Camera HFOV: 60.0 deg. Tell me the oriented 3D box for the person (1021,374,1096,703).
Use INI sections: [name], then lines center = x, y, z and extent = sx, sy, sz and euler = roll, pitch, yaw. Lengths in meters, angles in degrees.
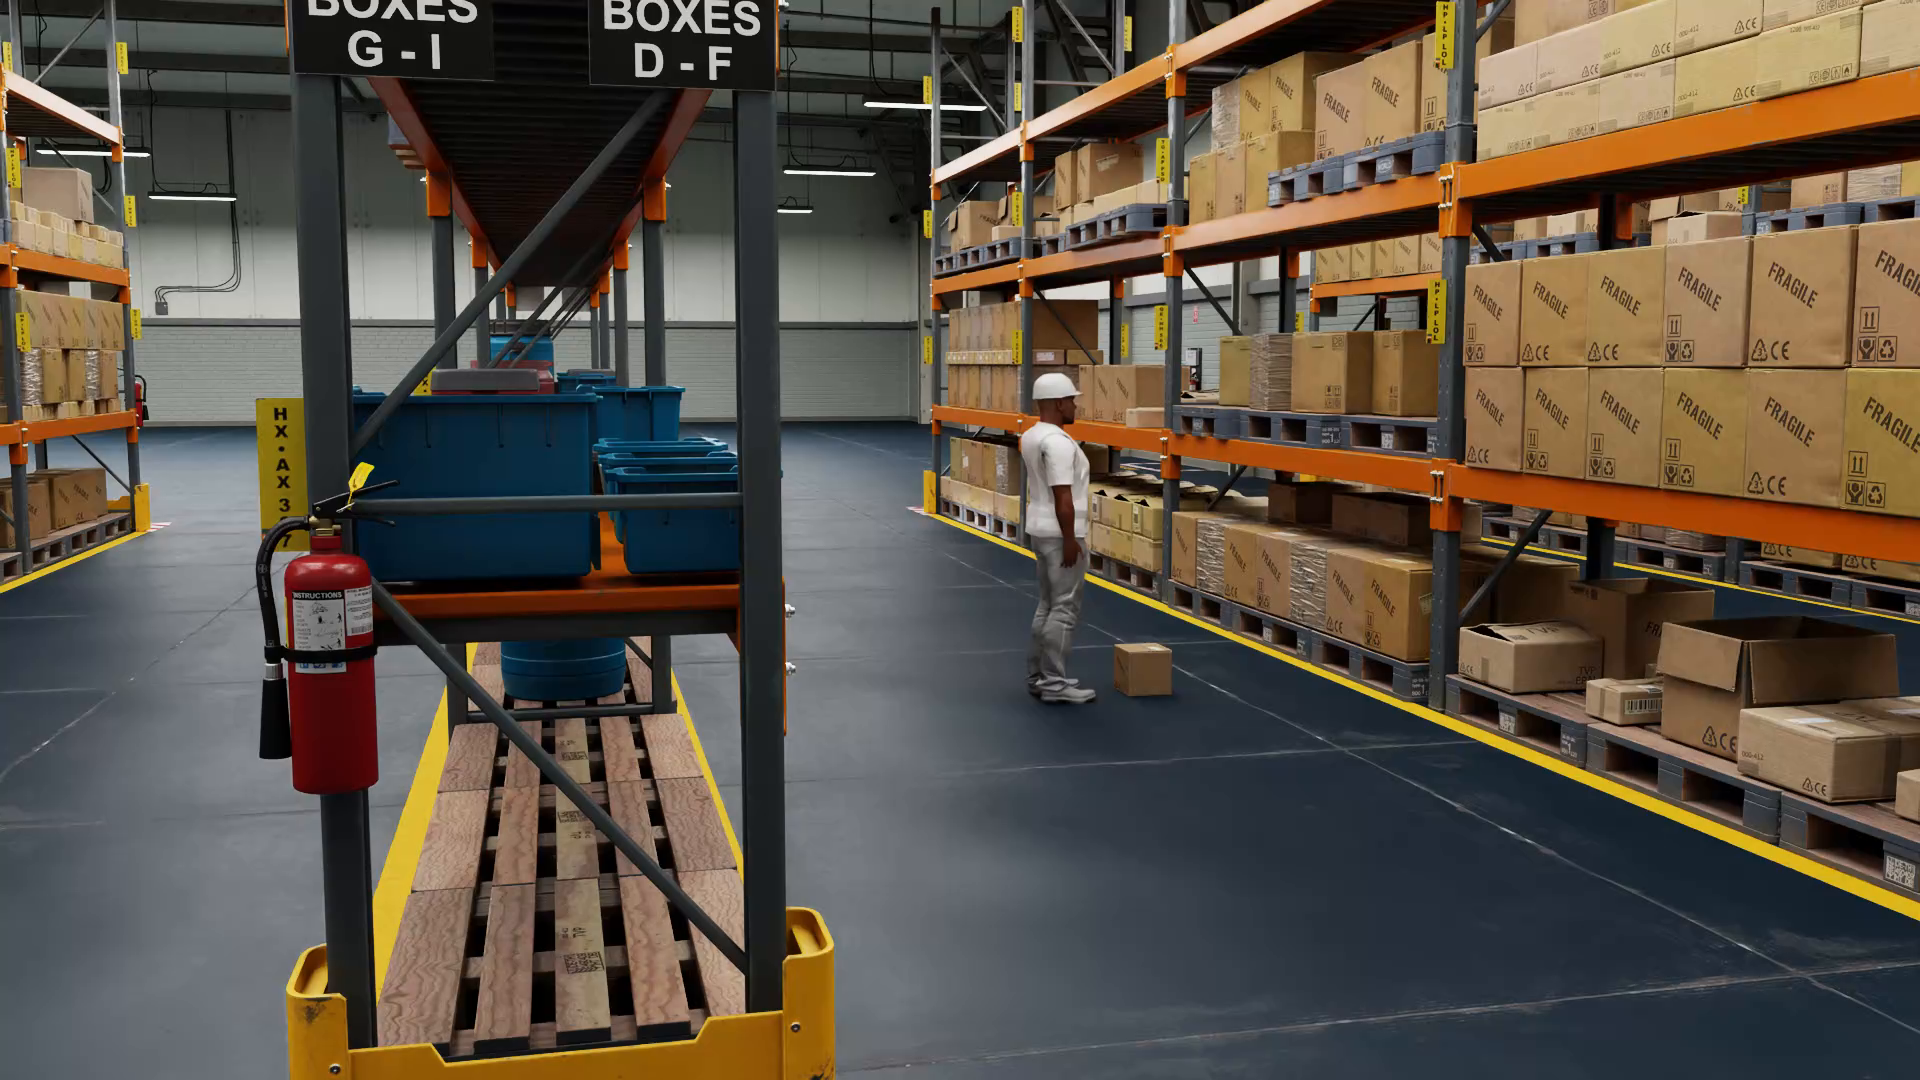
[person]
center = 0.529, -0.020, 9.049
extent = 0.353, 1.761, 0.563
euler = -1, 6, -13
